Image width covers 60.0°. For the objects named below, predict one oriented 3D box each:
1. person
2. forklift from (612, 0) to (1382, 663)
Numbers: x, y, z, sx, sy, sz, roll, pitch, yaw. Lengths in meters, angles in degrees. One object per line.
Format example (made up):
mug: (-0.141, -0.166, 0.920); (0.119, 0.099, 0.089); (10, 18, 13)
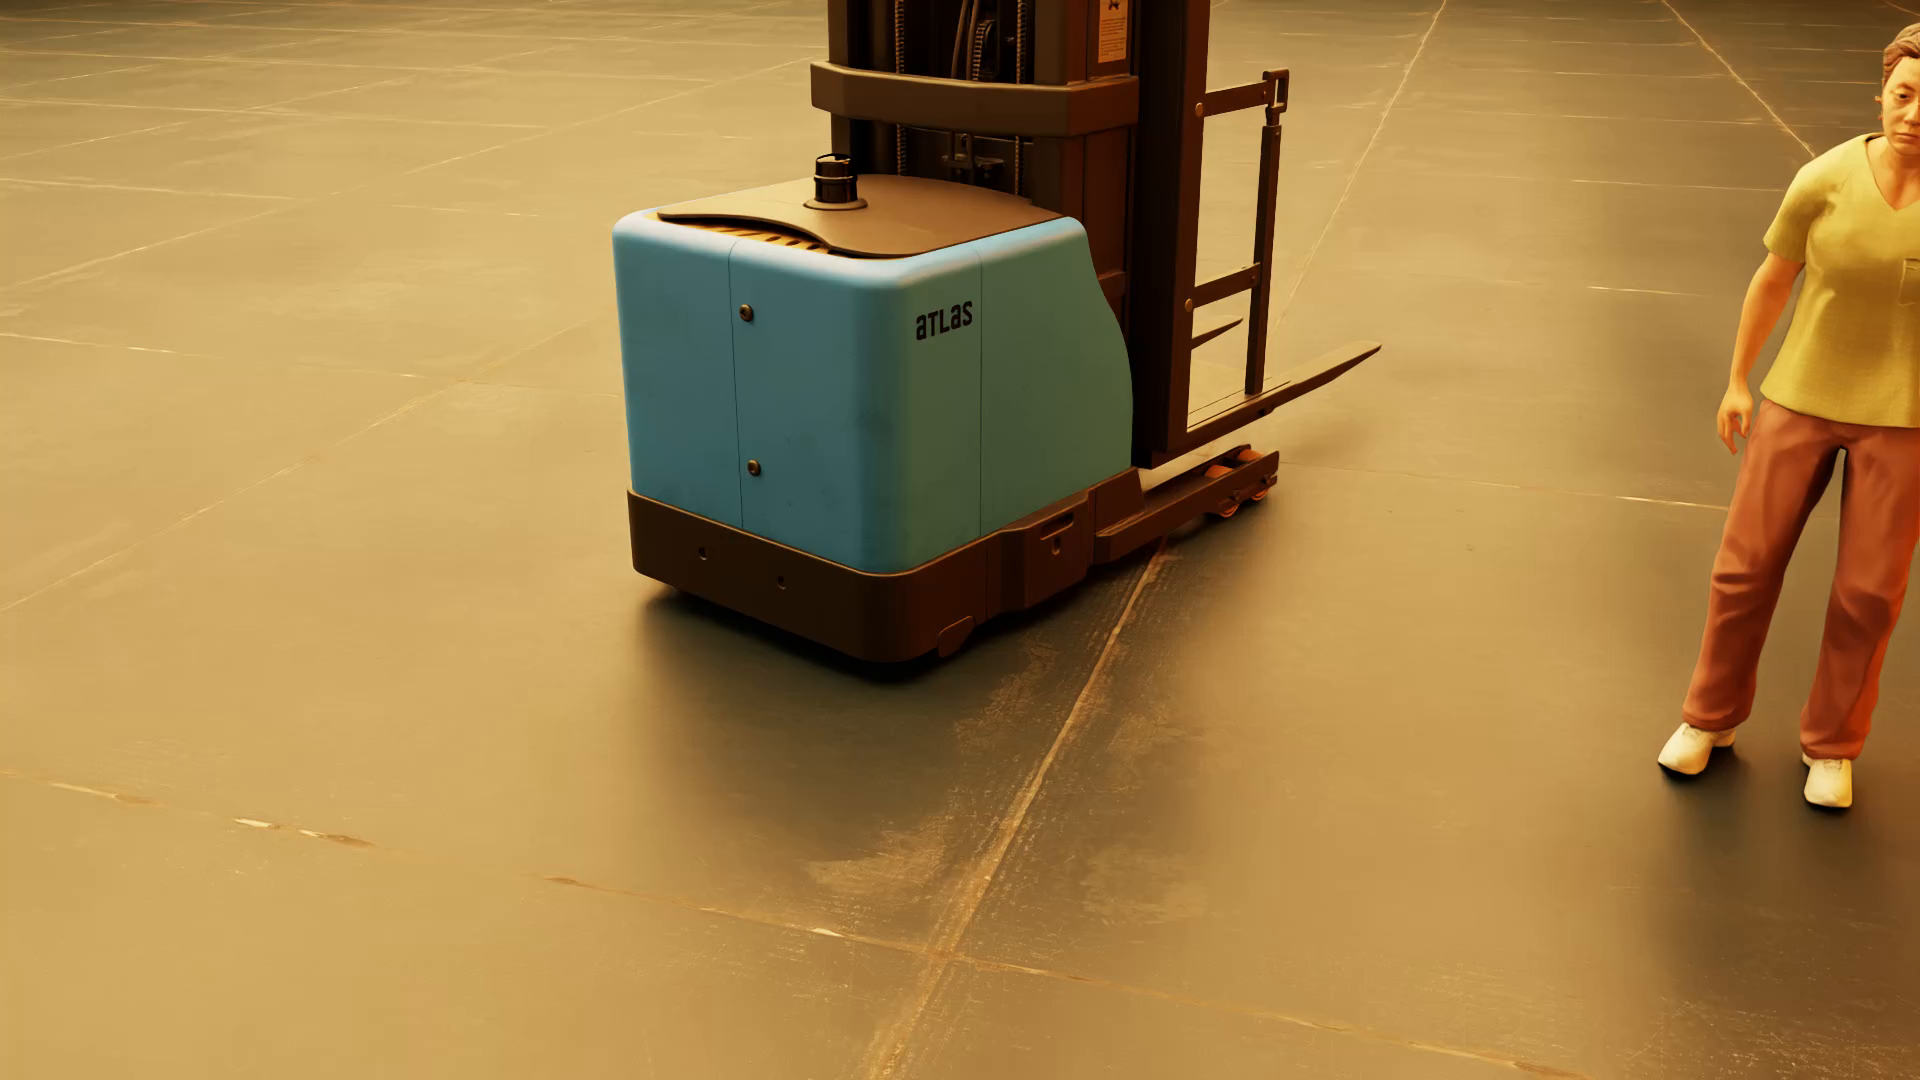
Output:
person: (1.884, -0.244, 3.522); (0.517, 1.671, 0.370); (14, 26, 31)
forklift: (0.389, -1.534, 4.996); (1.130, 2.935, 3.031); (18, 28, 36)
